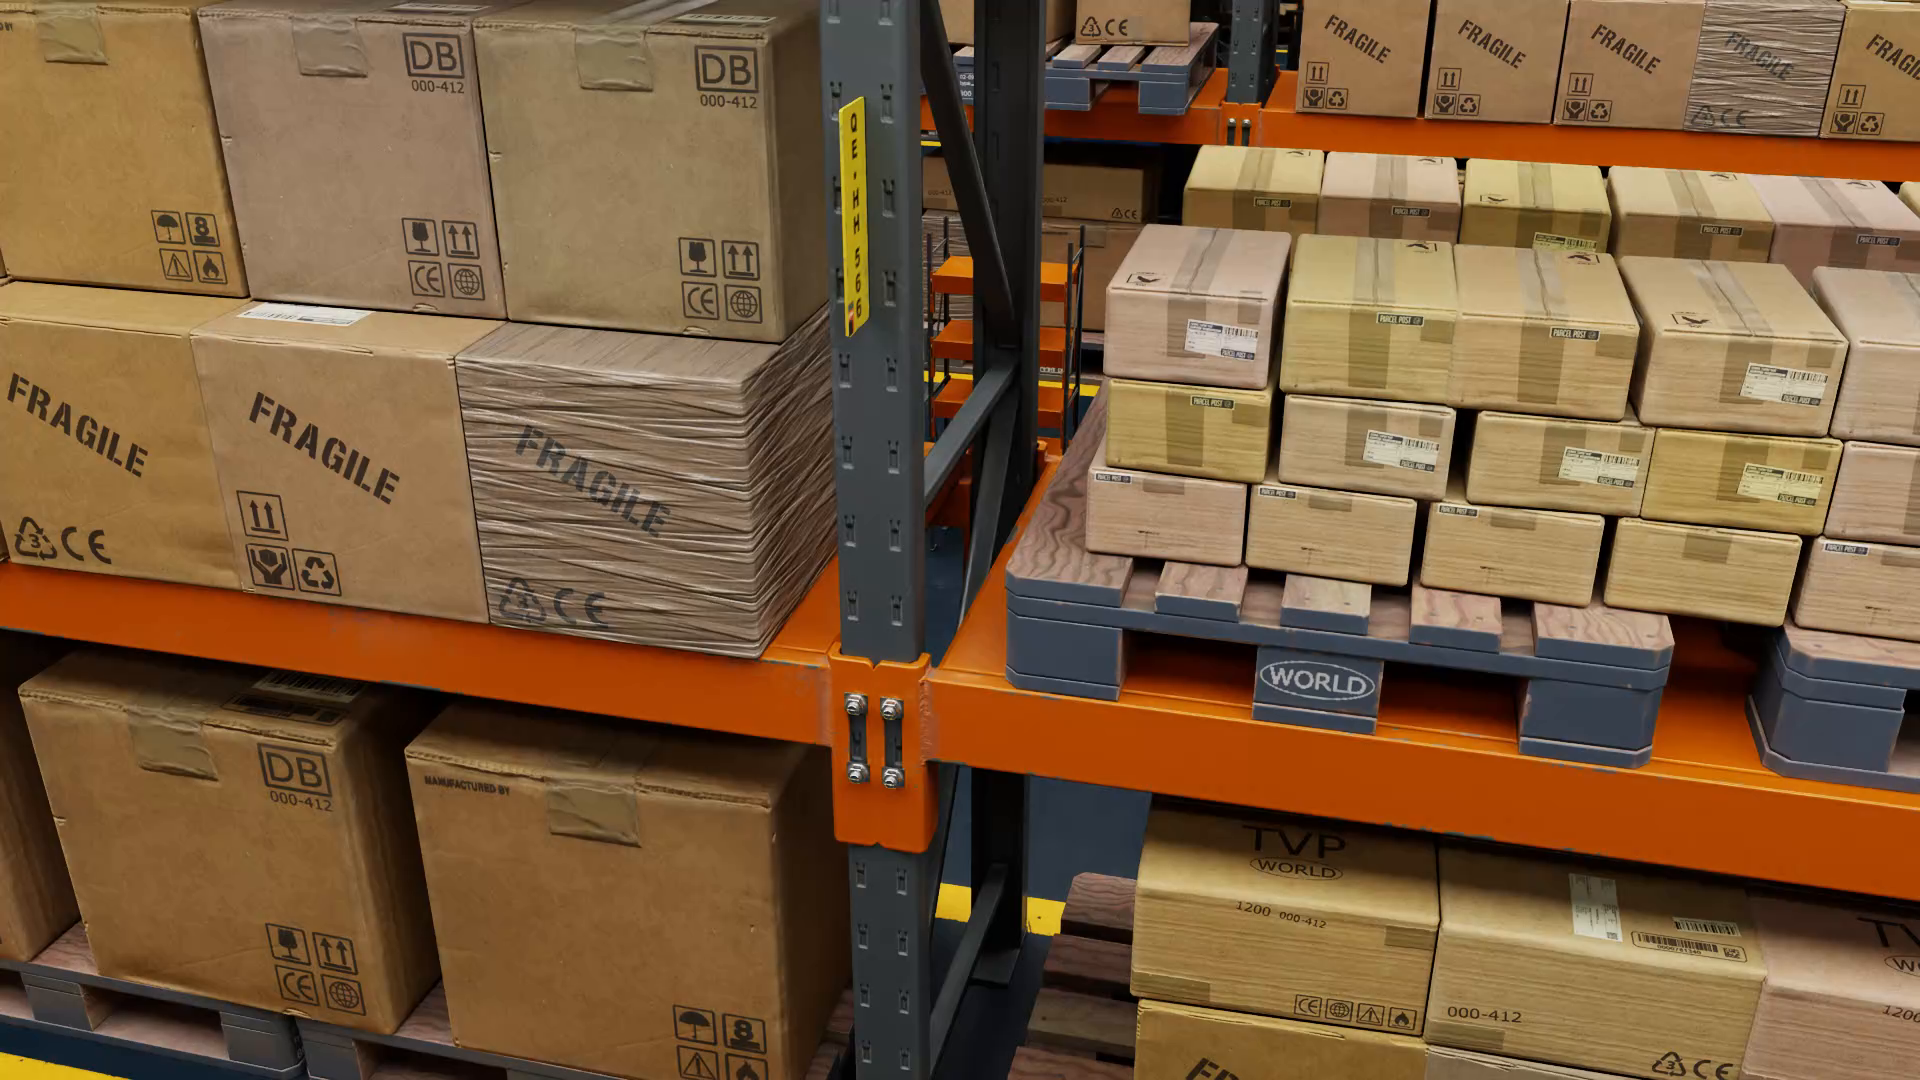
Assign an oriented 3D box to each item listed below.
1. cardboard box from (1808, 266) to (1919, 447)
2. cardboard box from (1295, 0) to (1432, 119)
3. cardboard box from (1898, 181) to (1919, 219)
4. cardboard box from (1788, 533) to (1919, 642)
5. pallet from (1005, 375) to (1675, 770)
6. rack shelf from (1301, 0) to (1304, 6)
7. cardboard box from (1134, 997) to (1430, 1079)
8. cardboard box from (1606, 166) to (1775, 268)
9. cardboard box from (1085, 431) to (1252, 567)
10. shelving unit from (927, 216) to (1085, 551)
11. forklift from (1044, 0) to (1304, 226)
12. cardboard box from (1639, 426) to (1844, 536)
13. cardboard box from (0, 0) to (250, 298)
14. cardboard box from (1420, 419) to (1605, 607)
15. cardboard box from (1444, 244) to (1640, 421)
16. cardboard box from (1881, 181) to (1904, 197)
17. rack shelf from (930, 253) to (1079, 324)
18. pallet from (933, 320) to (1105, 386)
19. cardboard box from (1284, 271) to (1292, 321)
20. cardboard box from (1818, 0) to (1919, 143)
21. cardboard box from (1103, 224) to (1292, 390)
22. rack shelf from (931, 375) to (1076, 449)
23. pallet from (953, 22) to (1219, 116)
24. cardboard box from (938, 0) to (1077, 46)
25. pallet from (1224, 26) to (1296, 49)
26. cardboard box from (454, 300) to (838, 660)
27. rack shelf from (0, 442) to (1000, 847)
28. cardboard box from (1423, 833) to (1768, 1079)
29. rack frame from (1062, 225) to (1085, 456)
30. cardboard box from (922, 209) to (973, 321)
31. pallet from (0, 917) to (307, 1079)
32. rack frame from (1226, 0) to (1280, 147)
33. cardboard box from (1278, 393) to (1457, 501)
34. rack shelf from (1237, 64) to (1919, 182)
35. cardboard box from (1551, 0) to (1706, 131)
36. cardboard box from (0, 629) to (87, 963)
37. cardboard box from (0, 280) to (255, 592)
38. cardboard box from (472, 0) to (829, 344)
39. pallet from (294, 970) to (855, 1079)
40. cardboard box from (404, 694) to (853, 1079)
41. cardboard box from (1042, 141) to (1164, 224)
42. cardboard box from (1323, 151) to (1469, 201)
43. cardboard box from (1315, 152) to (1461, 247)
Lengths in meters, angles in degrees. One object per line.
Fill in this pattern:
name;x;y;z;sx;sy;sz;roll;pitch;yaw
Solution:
cardboard box;1.400;-0.271;2.441;0.250;0.149;0.380;8;26;15
cardboard box;1.721;-2.102;7.060;0.500;0.500;0.500;7;26;15
cardboard box;1.825;-0.512;2.948;0.250;0.149;0.380;8;26;16
cardboard box;1.409;0.000;2.563;0.250;0.149;0.380;7;26;15
pallet;0.701;-0.050;3.089;1.003;0.211;1.213;6;26;13
rack shelf;0.614;-4.174;12.365;4.000;0.370;1.077;6;26;13
cardboard box;0.606;0.952;3.180;0.500;0.500;0.500;5;26;11
cardboard box;1.329;-0.569;3.067;0.250;0.149;0.380;7;26;15
cardboard box;0.368;-0.113;2.801;0.250;0.149;0.380;6;26;12
shelving unit;0.160;-0.524;5.955;0.503;1.200;0.258;6;26;13
forklift;1.737;-3.293;9.758;3.031;2.935;1.130;6;26;12
cardboard box;1.170;-0.161;2.557;0.250;0.149;0.380;6;26;13
cardboard box;-1.435;-0.825;3.214;0.500;0.500;0.700;6;26;12
cardboard box;0.889;-0.055;2.680;0.250;0.149;0.380;8;27;16
cardboard box;0.881;-0.327;2.560;0.250;0.149;0.380;6;26;13
cardboard box;3.701;-1.180;7.223;0.875;0.875;1.225;5;26;11
rack shelf;0.160;-0.879;5.786;0.480;0.148;0.258;6;26;13
pallet;0.561;-1.048;8.205;1.213;0.211;1.003;6;26;13
cardboard box;0.577;-0.516;3.301;0.250;0.149;0.380;7;26;14
cardboard box;3.686;-1.885;6.603;0.500;0.500;0.500;6;26;12
cardboard box;0.388;-0.383;2.676;0.250;0.149;0.380;6;26;13
rack shelf;0.160;-0.463;5.984;0.480;0.148;0.258;6;26;13
pallet;0.601;-2.168;7.537;1.003;0.211;1.213;6;26;13
cardboard box;0.219;-2.517;7.442;0.500;0.500;0.700;10;27;21
pallet;3.001;-5.192;16.909;1.213;0.211;1.003;6;26;13
cardboard box;-0.518;-0.150;2.960;0.500;0.500;0.500;6;26;13
rack shelf;-1.952;-0.058;3.719;4.000;0.370;1.077;6;26;13
cardboard box;1.083;0.661;2.920;0.500;0.250;0.500;6;26;12
rack frame;0.397;-0.498;5.900;0.015;1.200;0.240;6;26;13
cardboard box;0.124;-1.410;8.119;0.500;0.500;0.700;4;26;9
pallet;-1.938;0.843;4.233;1.213;0.211;1.003;6;26;13
rack frame;1.318;-2.223;7.429;0.127;3.000;1.000;6;26;13
cardboard box;0.666;-0.216;2.671;0.250;0.149;0.380;8;26;15
rack shelf;3.255;-1.684;7.134;4.000;0.370;1.077;6;26;13
cardboard box;2.718;-1.995;6.834;0.500;0.500;0.500;6;26;12
cardboard box;-2.332;0.363;4.126;0.750;0.750;1.050;6;26;13
cardboard box;-1.485;-0.258;3.185;0.500;0.500;0.500;6;26;12
cardboard box;-0.448;-0.717;2.988;0.500;0.500;0.700;6;26;13
pallet;-0.760;0.975;3.957;1.213;0.211;1.003;6;26;13
cardboard box;-0.583;0.555;3.723;0.750;0.750;1.050;6;26;12
cardboard box;0.662;-1.691;7.835;0.500;0.250;0.500;7;26;15
cardboard box;1.981;-1.370;7.622;0.875;0.875;1.225;5;26;11
cardboard box;0.816;-0.624;3.183;0.250;0.149;0.380;6;26;12
